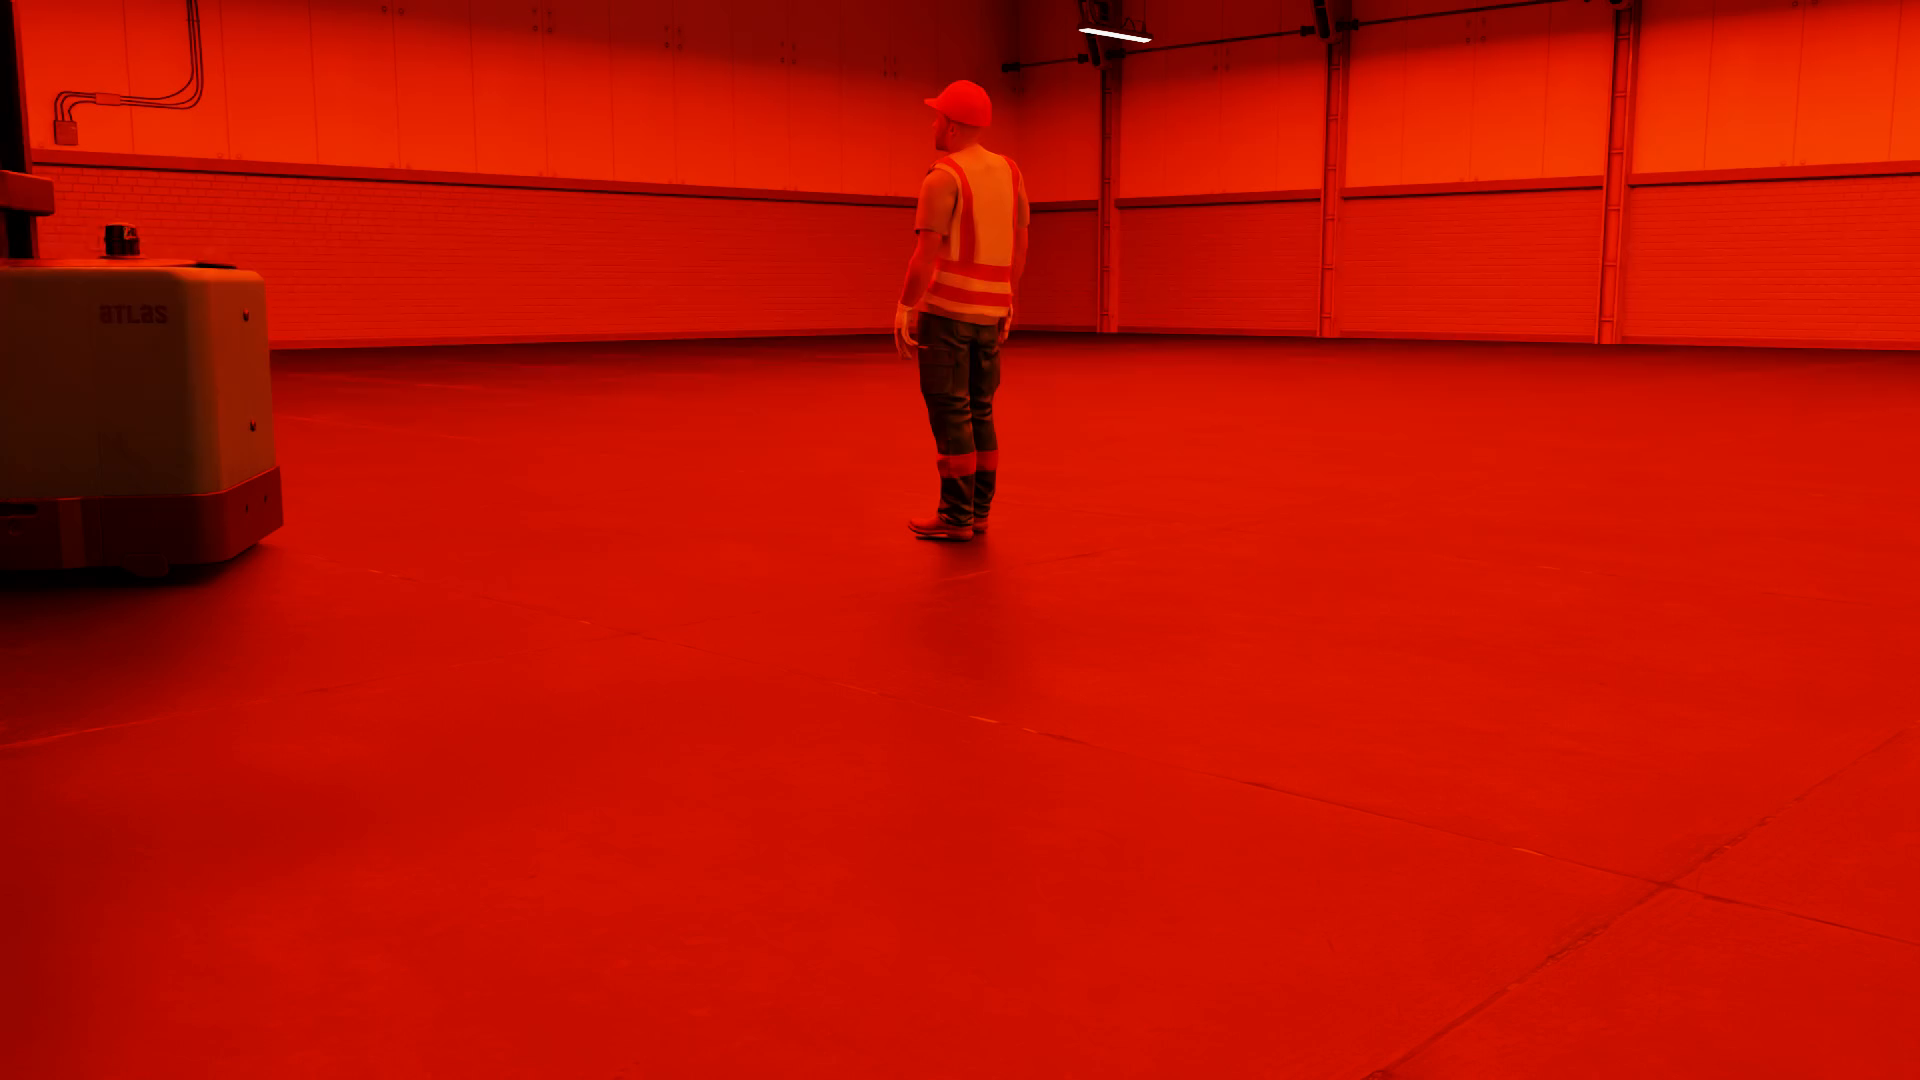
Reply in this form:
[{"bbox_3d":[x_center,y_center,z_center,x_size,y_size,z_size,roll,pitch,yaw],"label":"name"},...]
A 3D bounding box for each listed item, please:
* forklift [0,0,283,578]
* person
[{"bbox_3d":[-4.106,-1.333,5.725,3.031,2.935,1.130,-2,9,-10],"label":"forklift"},{"bbox_3d":[-0.049,-0.901,6.646,0.564,1.787,0.638,8,12,43],"label":"person"}]
